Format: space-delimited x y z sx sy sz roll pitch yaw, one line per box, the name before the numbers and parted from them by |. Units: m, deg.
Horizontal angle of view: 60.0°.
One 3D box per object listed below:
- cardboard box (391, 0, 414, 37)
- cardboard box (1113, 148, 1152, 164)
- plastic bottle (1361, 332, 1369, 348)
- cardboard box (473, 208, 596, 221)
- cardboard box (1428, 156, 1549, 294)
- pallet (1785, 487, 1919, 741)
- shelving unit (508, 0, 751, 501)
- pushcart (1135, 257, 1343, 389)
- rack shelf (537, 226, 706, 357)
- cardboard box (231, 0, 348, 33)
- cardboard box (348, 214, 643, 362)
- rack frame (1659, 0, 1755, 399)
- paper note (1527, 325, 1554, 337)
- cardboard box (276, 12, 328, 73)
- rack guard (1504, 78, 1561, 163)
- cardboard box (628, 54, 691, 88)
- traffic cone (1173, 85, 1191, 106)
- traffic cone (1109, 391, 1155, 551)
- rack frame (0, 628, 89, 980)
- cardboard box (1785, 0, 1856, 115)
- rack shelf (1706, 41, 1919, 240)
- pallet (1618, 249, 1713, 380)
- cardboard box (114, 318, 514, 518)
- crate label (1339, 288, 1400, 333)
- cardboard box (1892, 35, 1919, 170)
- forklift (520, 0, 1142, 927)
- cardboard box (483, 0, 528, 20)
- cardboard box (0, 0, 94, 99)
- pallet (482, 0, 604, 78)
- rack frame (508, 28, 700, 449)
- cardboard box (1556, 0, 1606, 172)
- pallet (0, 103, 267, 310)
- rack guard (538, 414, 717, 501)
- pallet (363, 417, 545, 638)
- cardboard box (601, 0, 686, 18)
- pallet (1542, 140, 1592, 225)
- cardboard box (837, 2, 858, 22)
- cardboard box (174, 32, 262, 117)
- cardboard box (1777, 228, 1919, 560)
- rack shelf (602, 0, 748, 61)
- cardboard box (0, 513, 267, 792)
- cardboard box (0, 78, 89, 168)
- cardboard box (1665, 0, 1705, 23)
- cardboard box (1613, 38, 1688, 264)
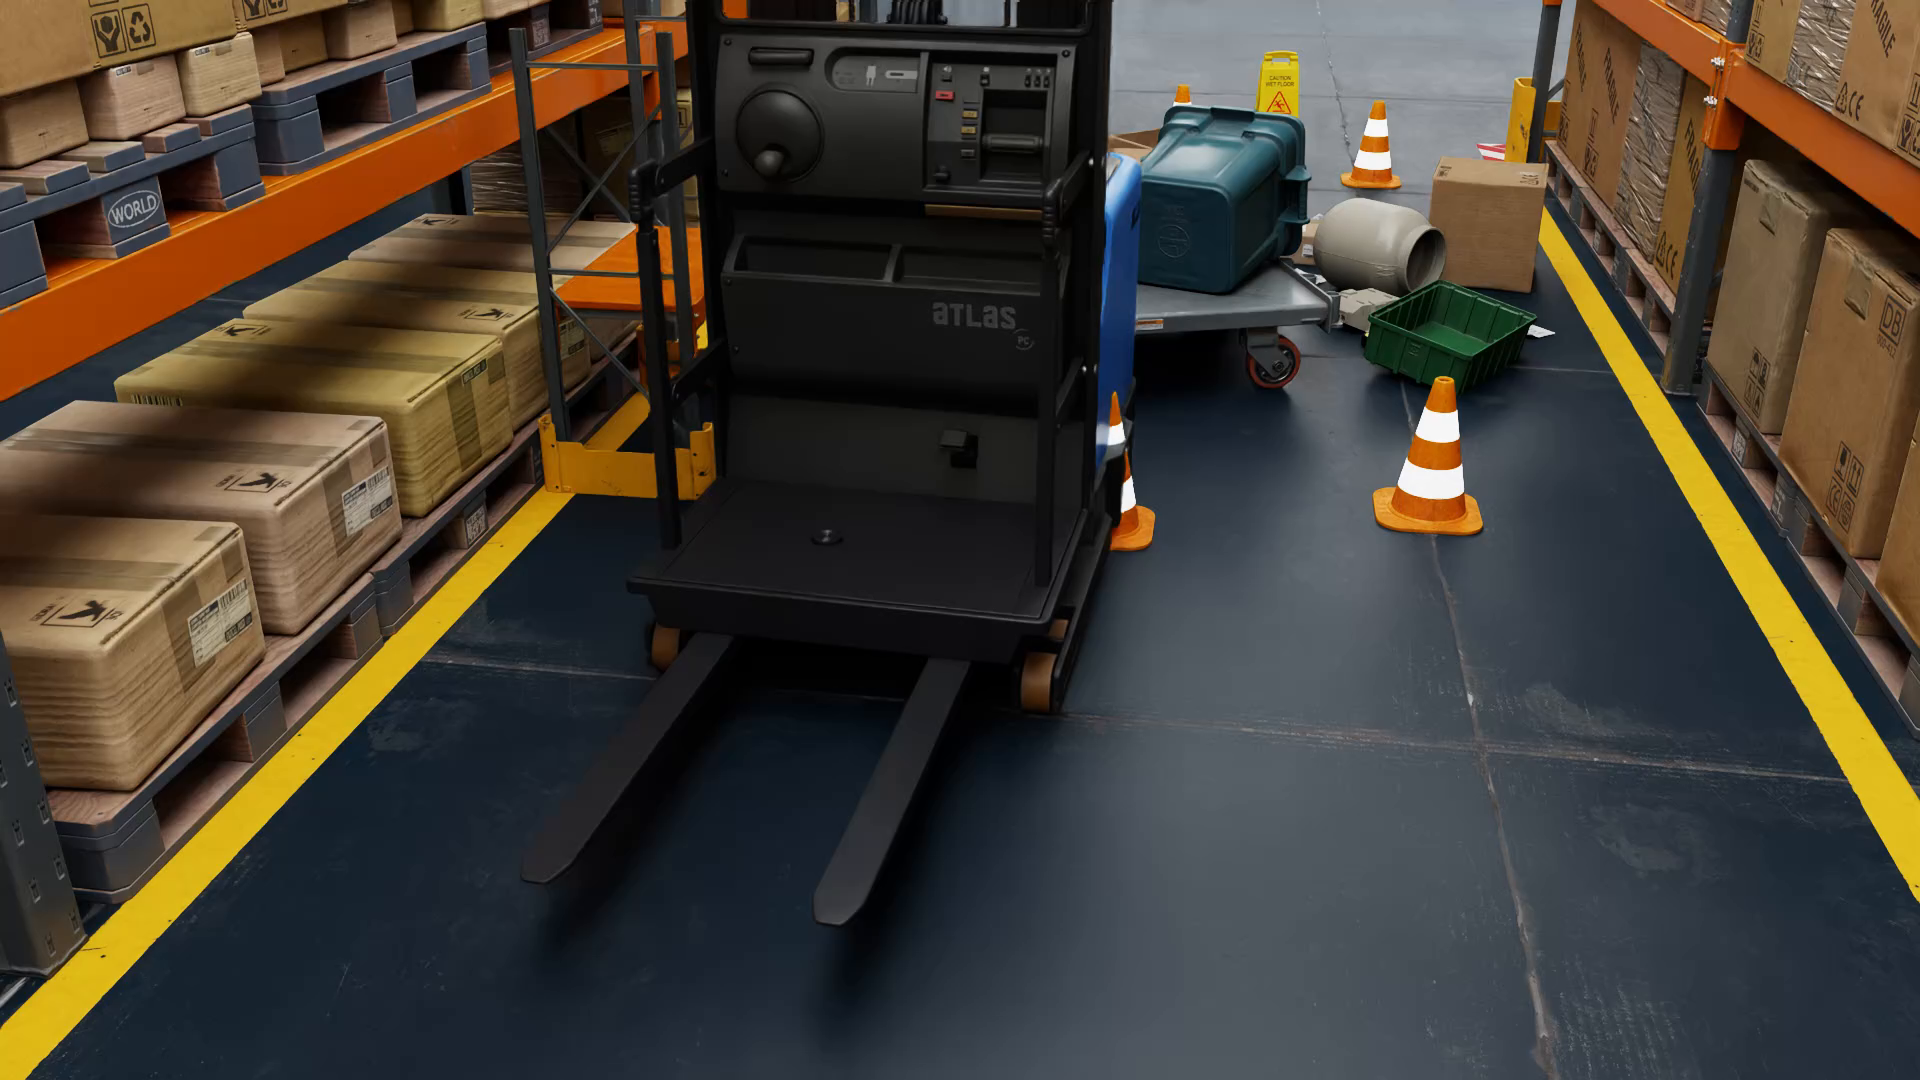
cardboard box | -1.802 -1.518 4.756 0.380 0.149 0.250 3 25 7
cardboard box | 1.055 -1.507 7.716 0.797 0.637 0.503 4 25 9
plastic bottle | 1.791 -0.794 6.873 0.133 0.061 0.283 -9 27 -19
cardboard box | -1.834 -1.416 7.484 0.500 0.250 0.500 5 26 11
cardboard box | 2.476 -1.494 7.848 0.500 0.500 0.500 8 26 18
pallet | 2.986 0.198 4.577 1.003 0.211 1.213 4 25 9
shelving unit | -1.029 -1.049 5.722 0.587 1.500 1.083 4 25 8
pushcart | 0.592 -0.880 6.686 1.648 0.377 0.936 -5 25 -10
rack shelf | -1.028 -0.890 5.807 0.538 0.185 1.000 4 25 8
cardboard box | -1.858 -1.515 3.985 0.500 0.500 0.500 4 25 9
cardboard box | -1.748 -0.986 6.421 0.950 0.372 0.625 4 25 9
rack frame | 3.235 -1.904 5.780 1.000 3.000 0.127 4 25 9
paper note | 2.451 -0.904 7.144 0.147 0.020 0.142 -14 29 -27
cardboard box | -1.877 -1.299 4.289 0.380 0.149 0.250 5 26 11
rack guard | 3.893 -2.455 9.905 1.175 0.500 0.348 4 25 9
cardboard box | -1.223 -2.059 7.210 0.380 0.149 0.250 4 25 9
traffic cone | 1.342 -2.525 10.099 0.336 0.463 0.334 4 25 9
traffic cone | 0.453 -0.250 5.238 0.336 0.463 0.334 4 25 9
rack frame | -2.319 -0.532 2.848 1.000 3.000 0.127 4 25 9
cardboard box | 2.802 -1.537 4.878 0.500 0.500 0.500 4 25 9
rack shelf | 2.908 -0.742 4.146 1.077 0.370 4.000 4 25 9
pallet | 3.436 -0.954 7.039 1.003 0.211 1.213 4 25 9
cardboard box | -1.974 -0.394 5.157 0.950 0.372 0.625 5 26 10
crate label | 1.764 -0.998 7.222 0.298 0.136 0.250 -14 29 -27
cardboard box | 2.634 -1.116 3.978 0.500 0.500 0.500 4 25 9
forklift | -0.217 -1.050 4.036 1.130 2.935 3.031 5 26 11
cardboard box | -1.582 -1.721 5.189 0.380 0.149 0.250 4 25 9
cardboard box | -2.017 -1.074 3.043 0.500 0.500 0.500 3 25 7
pallet | -1.933 -1.809 5.802 1.003 0.211 1.213 4 25 9
rack frame | -1.104 -0.840 5.275 0.500 1.500 0.032 4 25 8
cardboard box | 3.843 -2.517 9.100 0.875 0.875 0.875 4 25 9
pallet | -2.307 -0.751 3.542 1.213 0.211 1.003 4 25 9
rack guard | -1.103 -0.274 5.541 0.587 0.250 0.087 4 25 8
pallet | -1.988 -0.105 5.224 1.003 0.211 1.213 4 25 9
cardboard box | -1.297 -2.201 6.710 0.380 0.149 0.250 4 25 8
pallet | 3.835 -1.974 9.219 1.003 0.211 1.213 4 25 9
cardboard box | -0.885 -2.809 9.577 0.500 0.500 0.500 4 25 9
cardboard box | -1.847 -1.072 3.804 0.380 0.149 0.250 4 25 9
cardboard box | 3.061 -0.407 4.739 1.050 0.750 0.750 4 25 9
rack shelf | -1.338 -2.716 8.362 1.077 0.370 4.000 4 25 9
cardboard box | -2.217 0.232 3.820 0.950 0.372 0.625 2 25 5
cardboard box | -2.003 -0.847 3.323 0.380 0.149 0.250 2 25 5
cardboard box | 3.351 -2.359 6.574 0.875 0.550 0.550 4 25 9
cardboard box | 3.550 -1.768 7.499 0.875 0.875 0.875 4 25 9
